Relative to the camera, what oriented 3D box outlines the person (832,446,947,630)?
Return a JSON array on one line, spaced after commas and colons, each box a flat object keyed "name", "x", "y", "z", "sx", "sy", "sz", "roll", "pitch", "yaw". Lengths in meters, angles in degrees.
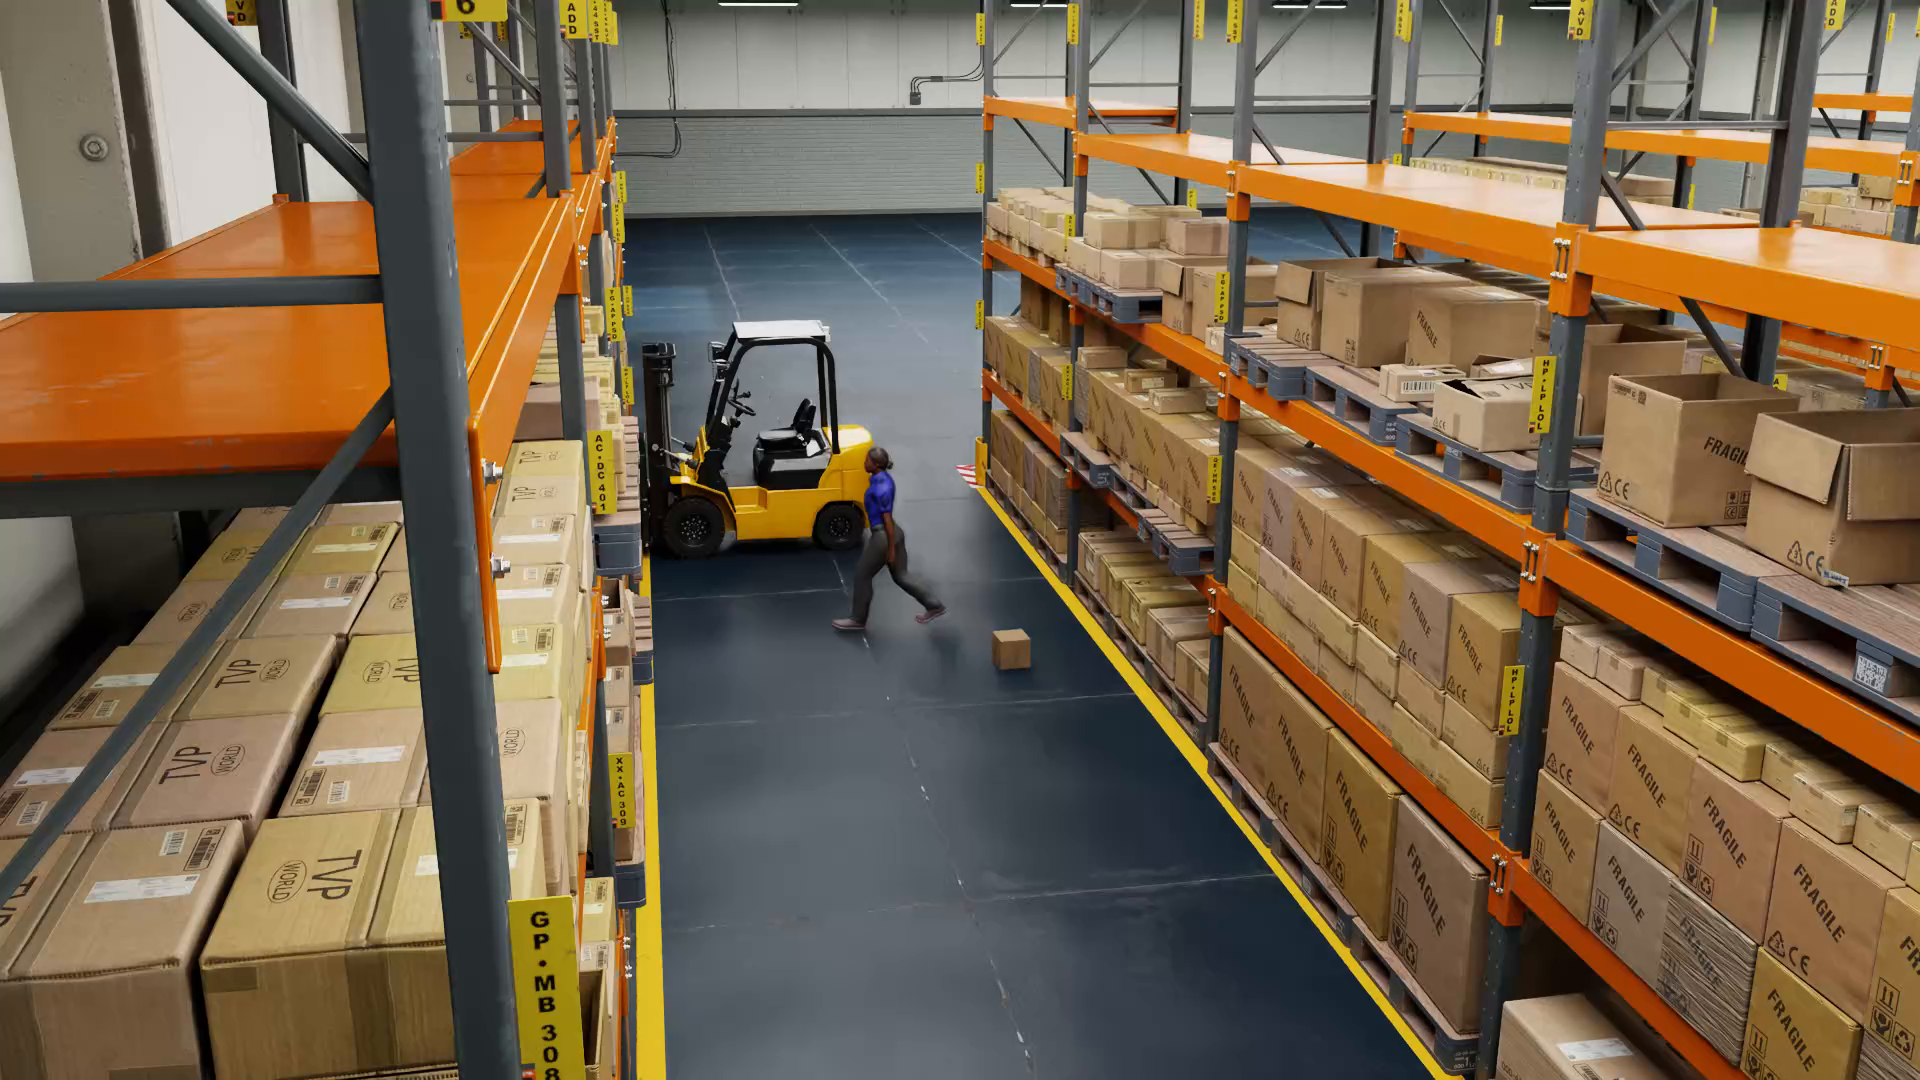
[{"name": "person", "x": -0.602, "y": -0.015, "z": 14.103, "sx": 0.986, "sy": 1.607, "sz": 0.462, "roll": 2, "pitch": 17, "yaw": 6}]
